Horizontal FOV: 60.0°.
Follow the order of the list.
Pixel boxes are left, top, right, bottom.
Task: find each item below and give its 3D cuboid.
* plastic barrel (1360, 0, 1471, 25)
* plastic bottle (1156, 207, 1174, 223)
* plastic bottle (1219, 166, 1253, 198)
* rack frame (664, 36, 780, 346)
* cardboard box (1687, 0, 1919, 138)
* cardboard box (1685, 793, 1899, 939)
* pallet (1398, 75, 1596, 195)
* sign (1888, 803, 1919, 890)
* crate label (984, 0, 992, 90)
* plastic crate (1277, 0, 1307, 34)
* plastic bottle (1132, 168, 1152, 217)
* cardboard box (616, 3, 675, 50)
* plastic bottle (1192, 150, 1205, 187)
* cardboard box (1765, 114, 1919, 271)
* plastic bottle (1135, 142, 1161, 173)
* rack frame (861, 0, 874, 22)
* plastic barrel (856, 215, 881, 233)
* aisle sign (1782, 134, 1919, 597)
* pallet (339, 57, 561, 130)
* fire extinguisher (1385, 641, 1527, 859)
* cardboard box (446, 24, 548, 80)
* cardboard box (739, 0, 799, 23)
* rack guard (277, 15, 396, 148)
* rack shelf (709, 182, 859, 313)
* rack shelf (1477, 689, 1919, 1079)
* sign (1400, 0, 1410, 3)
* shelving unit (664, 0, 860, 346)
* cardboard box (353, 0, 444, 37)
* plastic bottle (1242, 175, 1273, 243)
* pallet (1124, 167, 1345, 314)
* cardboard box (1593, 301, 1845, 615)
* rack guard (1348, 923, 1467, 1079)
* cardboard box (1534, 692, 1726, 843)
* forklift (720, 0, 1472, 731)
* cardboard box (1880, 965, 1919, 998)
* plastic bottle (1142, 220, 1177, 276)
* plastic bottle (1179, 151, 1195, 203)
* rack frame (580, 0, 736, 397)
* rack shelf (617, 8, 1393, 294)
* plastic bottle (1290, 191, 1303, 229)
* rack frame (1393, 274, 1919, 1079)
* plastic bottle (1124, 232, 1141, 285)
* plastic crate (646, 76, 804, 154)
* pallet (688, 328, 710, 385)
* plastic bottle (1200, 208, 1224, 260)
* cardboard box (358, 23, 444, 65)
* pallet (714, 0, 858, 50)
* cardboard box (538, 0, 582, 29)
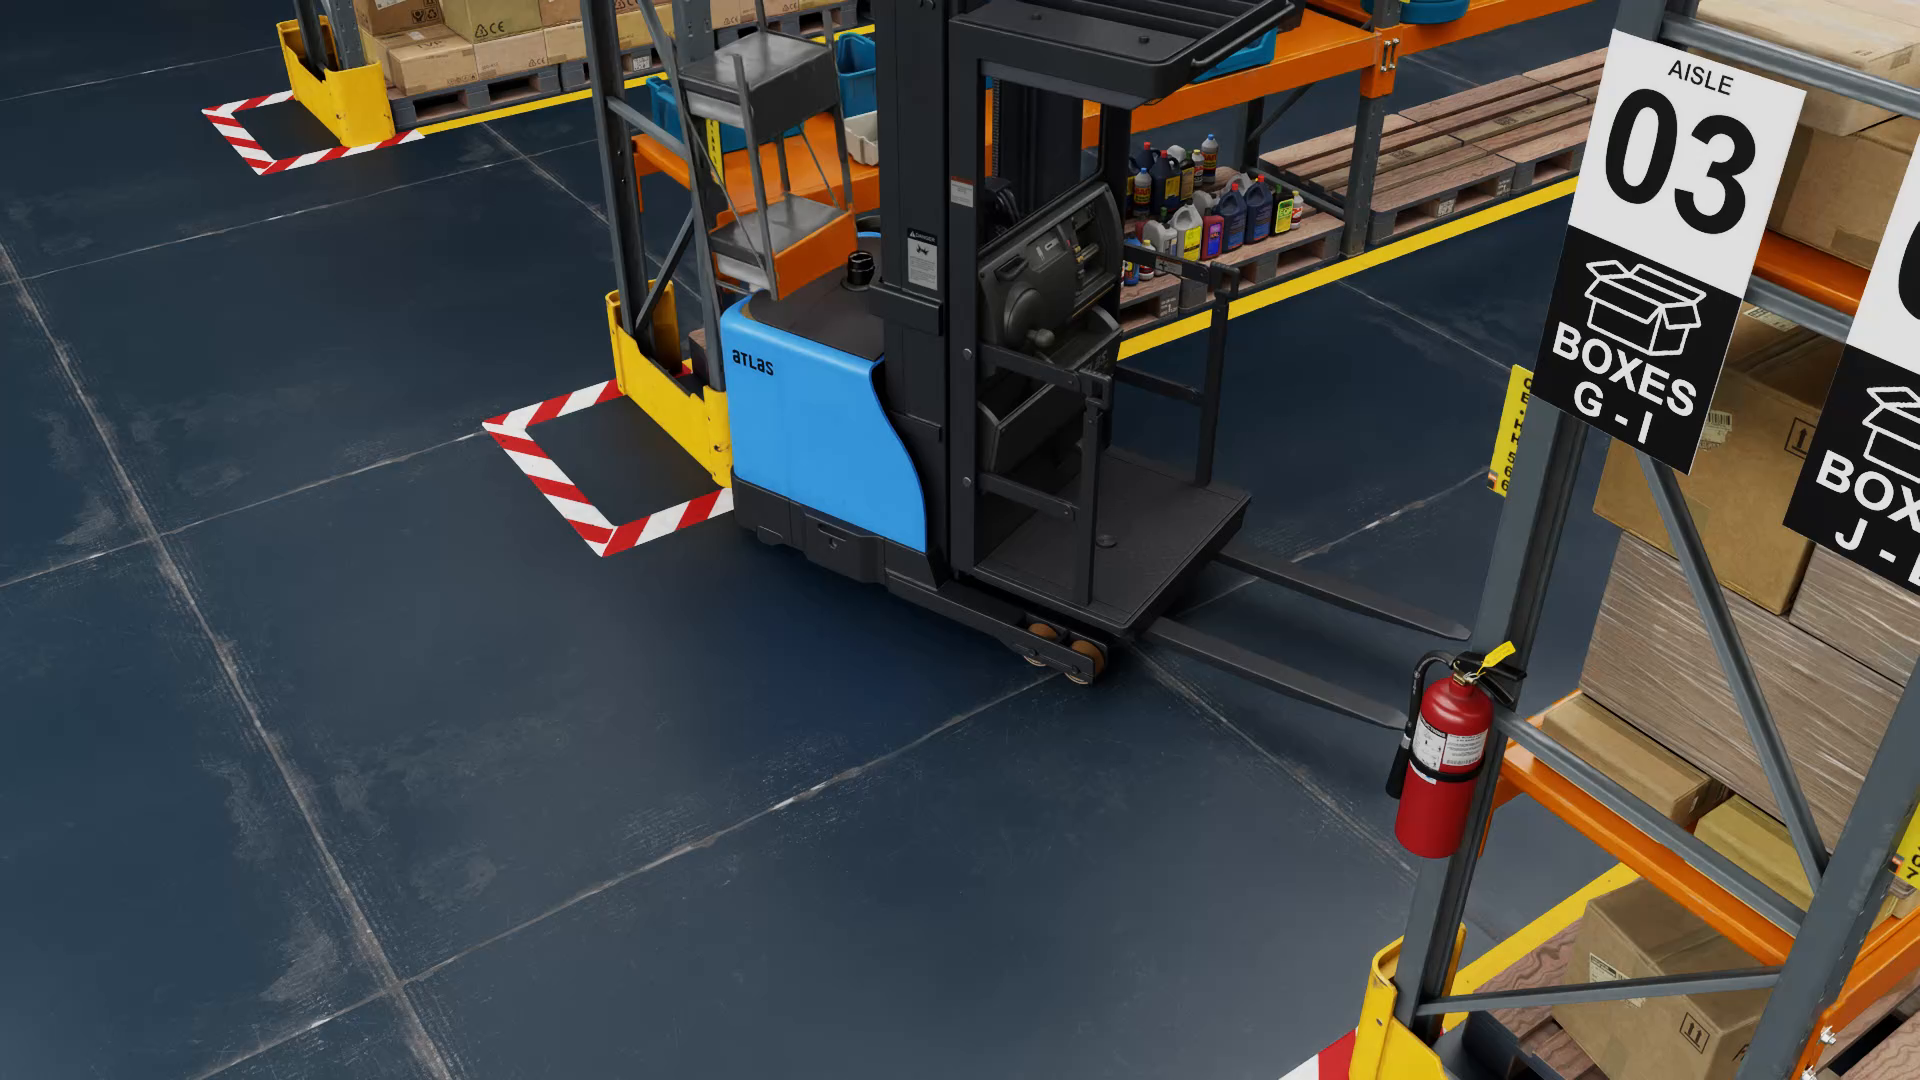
[{"bbox_3d":[2.466,-3.262,8.787,0.708,0.901,0.600,-22,41,-28],"label":"plastic barrel"},{"bbox_3d":[1.114,-1.662,8.942,0.133,0.283,0.061,-22,41,-28],"label":"plastic bottle"},{"bbox_3d":[1.532,-1.891,9.202,0.185,0.351,0.144,-22,41,-28],"label":"plastic bottle"},{"bbox_3d":[-0.886,-1.016,6.841,0.400,2.100,0.015,23,46,32],"label":"rack frame"},{"bbox_3d":[1.606,-0.925,3.185,0.250,0.149,0.380,-22,41,-28],"label":"cardboard box"},{"bbox_3d":[1.929,0.756,3.845,0.250,0.149,0.380,-22,41,-28],"label":"cardboard box"},{"bbox_3d":[3.593,-2.637,10.735,1.213,0.211,1.003,-22,41,-28],"label":"pallet"},{"bbox_3d":[1.872,0.543,3.184,0.005,0.325,0.100,-22,41,-28],"label":"sign"},{"bbox_3d":[0.054,-2.490,8.113,0.616,0.435,0.502,-22,41,-28],"label":"crate label"},{"bbox_3d":[1.474,-2.933,8.812,0.504,0.338,0.767,-22,41,-28],"label":"plastic crate"},{"bbox_3d":[1.027,-1.964,9.372,0.097,0.271,0.097,0,36,0],"label":"plastic bottle"},{"bbox_3d":[-2.351,-3.725,11.856,0.500,0.250,0.500,-22,41,-28],"label":"cardboard box"},{"bbox_3d":[1.379,-2.184,9.737,0.097,0.201,0.097,0,36,0],"label":"plastic bottle"},{"bbox_3d":[1.807,-0.804,3.359,0.500,0.250,0.500,-21,41,-27],"label":"cardboard box"},{"bbox_3d":[1.076,-2.103,9.497,0.185,0.351,0.144,-21,41,-27],"label":"plastic bottle"},{"bbox_3d":[-0.875,-5.439,12.243,0.127,3.000,1.000,-22,41,-28],"label":"rack frame"},{"bbox_3d":[-0.391,-1.315,8.280,0.421,0.512,0.421,0,36,0],"label":"plastic barrel"},{"bbox_3d":[1.681,-0.255,2.810,0.004,0.787,0.394,-22,41,-28],"label":"aisle sign"},{"bbox_3d":[-3.544,-3.238,11.572,1.213,0.211,1.003,-22,41,-28],"label":"pallet"},{"bbox_3d":[1.200,0.486,4.072,0.183,0.674,0.296,-22,41,-28],"label":"fire extinguisher"},{"bbox_3d":[-3.172,-3.392,11.392,0.500,0.250,0.500,-22,41,-28],"label":"cardboard box"},{"bbox_3d":[-1.543,-4.069,12.334,0.500,0.250,0.500,-22,41,-28],"label":"cardboard box"},{"bbox_3d":[-4.164,-3.070,11.091,0.348,0.500,1.175,-22,41,-28],"label":"rack guard"},{"bbox_3d":[-0.733,-1.131,6.993,0.431,0.518,0.480,23,46,32],"label":"rack shelf"},{"bbox_3d":[3.194,0.255,4.942,4.000,0.370,1.077,-22,41,-28],"label":"rack shelf"},{"bbox_3d":[2.283,-2.919,8.503,0.005,0.325,0.100,-22,41,-28],"label":"sign"},{"bbox_3d":[-0.734,-1.141,6.985,0.431,2.100,0.503,23,46,32],"label":"shelving unit"},{"bbox_3d":[-3.878,-3.774,11.282,0.500,0.500,0.500,-22,41,-28],"label":"cardboard box"},{"bbox_3d":[1.615,-1.822,9.107,0.185,0.351,0.144,-24,42,-29],"label":"plastic bottle"},{"bbox_3d":[1.402,-1.735,9.482,1.213,0.211,1.003,-22,41,-28],"label":"pallet"},{"bbox_3d":[1.866,-0.234,3.810,0.500,0.500,0.500,-22,41,-28],"label":"cardboard box"},{"bbox_3d":[1.621,1.625,4.562,0.348,0.500,1.175,-22,41,-28],"label":"rack guard"},{"bbox_3d":[1.673,0.544,4.140,0.250,0.149,0.380,-22,41,-28],"label":"cardboard box"},{"bbox_3d":[0.521,-0.985,6.110,3.031,2.935,1.130,21,41,27],"label":"forklift"},{"bbox_3d":[2.548,1.061,4.987,0.500,0.500,0.500,-12,37,-16],"label":"cardboard box"},{"bbox_3d":[1.059,-1.566,8.814,0.135,0.276,0.152,-22,41,-27],"label":"plastic bottle"},{"bbox_3d":[1.276,-2.079,9.521,0.133,0.283,0.061,-22,41,-28],"label":"plastic bottle"},{"bbox_3d":[-1.294,-1.728,7.083,0.127,3.000,1.000,-22,41,-28],"label":"rack frame"},{"bbox_3d":[0.340,-2.109,8.229,4.000,0.370,1.077,-22,41,-28],"label":"rack shelf"},{"bbox_3d":[1.858,-1.845,9.266,0.097,0.201,0.097,0,36,0],"label":"plastic bottle"},{"bbox_3d":[1.559,0.636,3.797,0.127,3.000,1.000,-22,41,-28],"label":"rack frame"},{"bbox_3d":[0.895,-1.477,8.695,0.097,0.271,0.097,0,36,0],"label":"plastic bottle"},{"bbox_3d":[-1.058,-1.979,7.560,0.616,0.251,0.499,-22,41,-28],"label":"plastic crate"},{"bbox_3d":[-0.592,-0.915,8.341,1.213,0.211,1.003,-22,41,-28],"label":"pallet"},{"bbox_3d":[1.349,-1.656,8.933,0.133,0.283,0.061,-20,40,-25],"label":"plastic bottle"},{"bbox_3d":[-3.877,-3.469,11.499,0.500,0.250,0.500,-22,41,-28],"label":"cardboard box"},{"bbox_3d":[-1.549,-4.059,12.713,1.213,0.211,1.003,-22,41,-28],"label":"pallet"},{"bbox_3d":[-2.769,-3.869,11.414,0.500,0.500,0.500,-22,41,-28],"label":"cardboard box"}]
